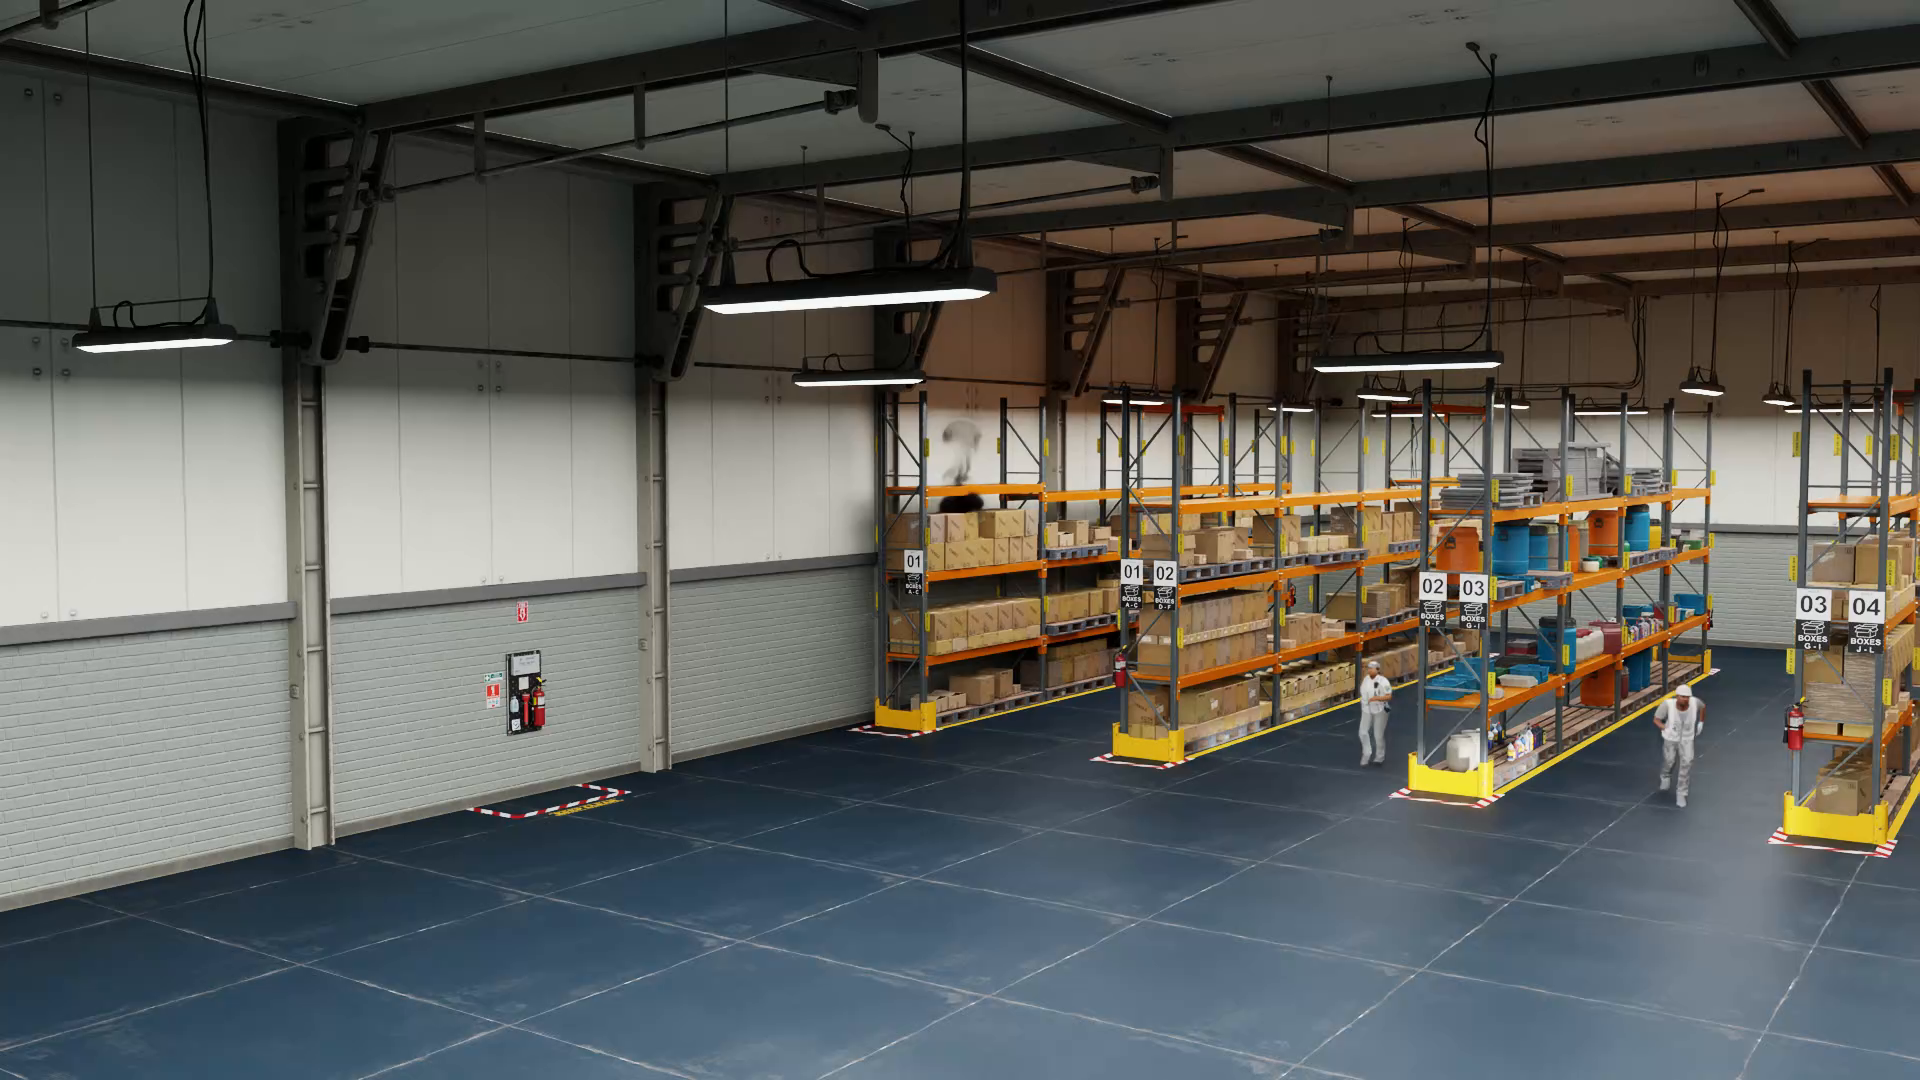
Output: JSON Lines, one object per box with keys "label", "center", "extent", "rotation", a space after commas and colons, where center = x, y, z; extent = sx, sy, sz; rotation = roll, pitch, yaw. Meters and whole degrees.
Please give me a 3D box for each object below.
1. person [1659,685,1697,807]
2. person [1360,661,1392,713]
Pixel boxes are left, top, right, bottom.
{"label": "person", "center": [10.169, 2.865, 23.619], "extent": [0.462, 1.728, 1.054], "rotation": [0, 3, 8]}
{"label": "person", "center": [6.497, 2.317, 26.109], "extent": [0.576, 0.819, 0.609], "rotation": [3, 4, 39]}
